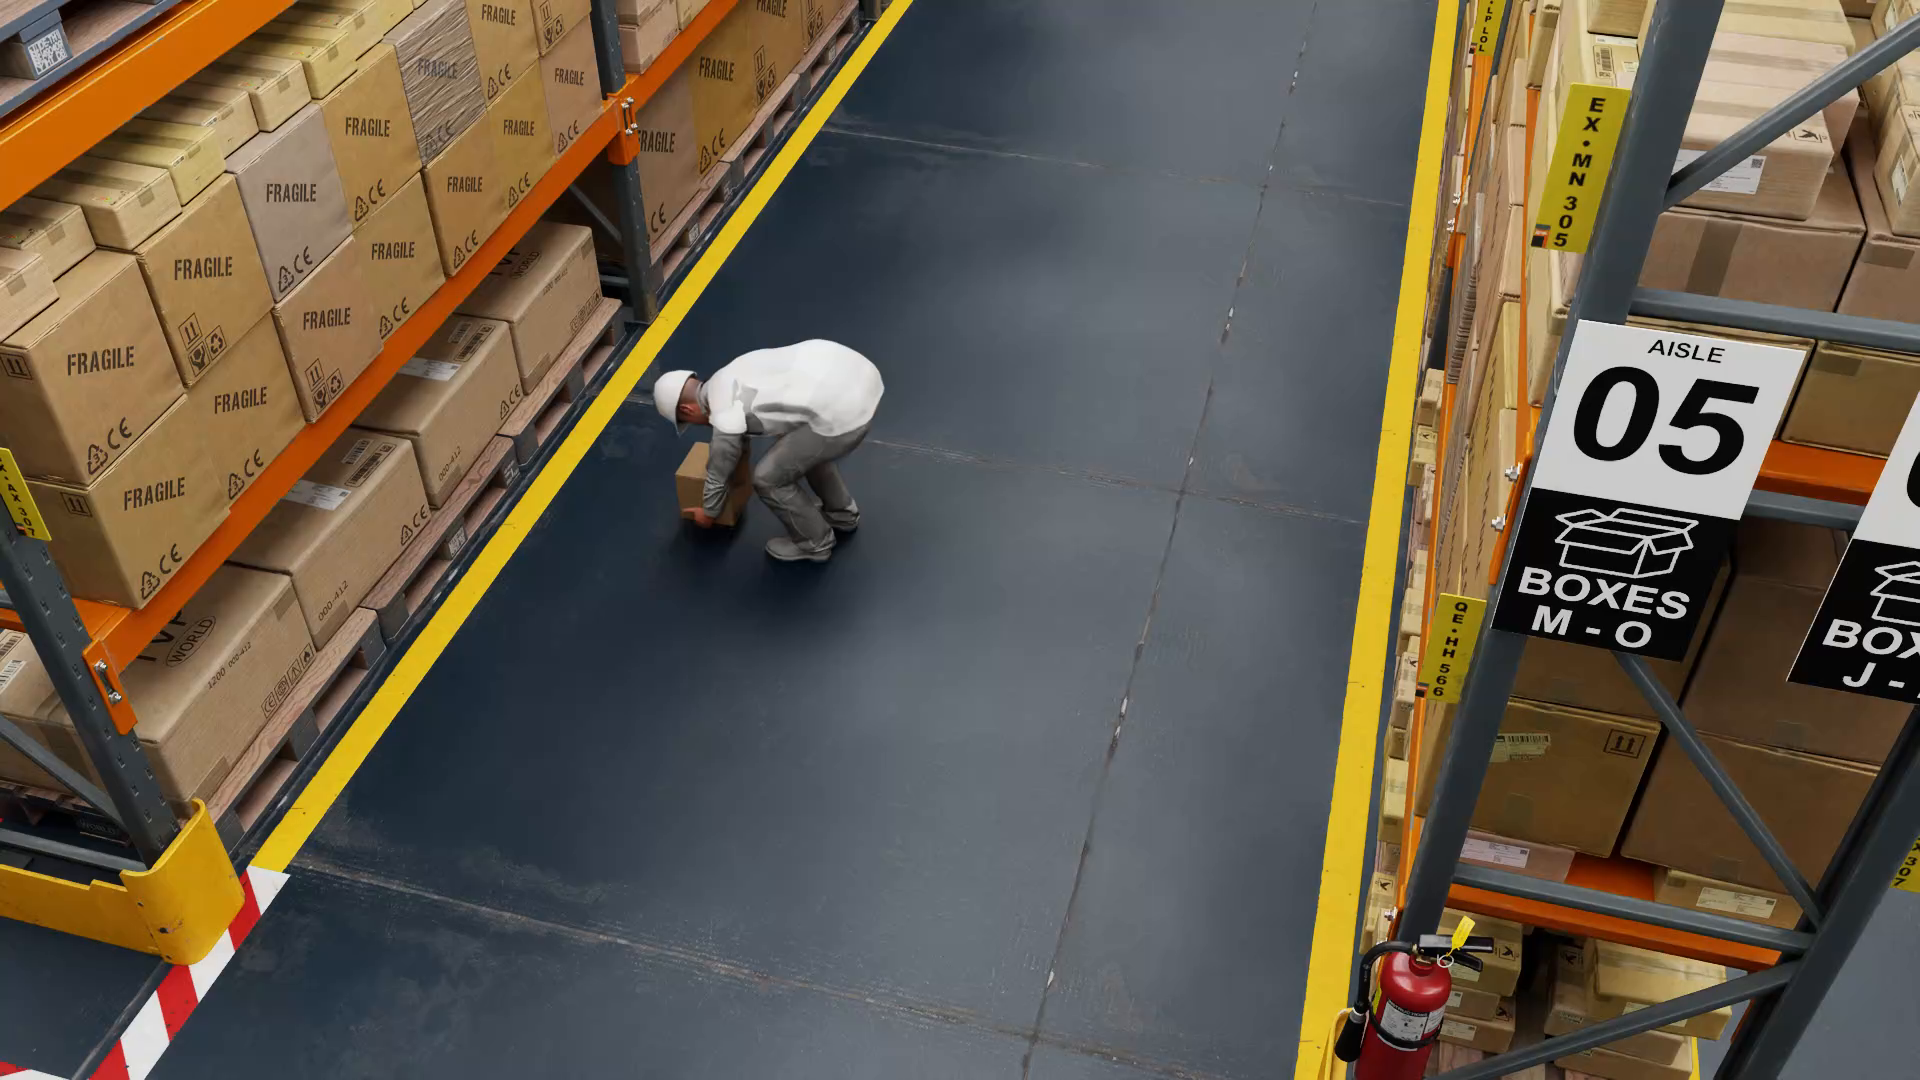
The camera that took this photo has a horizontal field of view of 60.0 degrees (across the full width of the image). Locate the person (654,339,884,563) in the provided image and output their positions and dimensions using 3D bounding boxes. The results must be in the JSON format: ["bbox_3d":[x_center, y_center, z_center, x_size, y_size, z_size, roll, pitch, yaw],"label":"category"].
[{"bbox_3d":[-0.826,-0.412,7.196,1.000,1.014,0.489,8,41,9],"label":"person"}]
